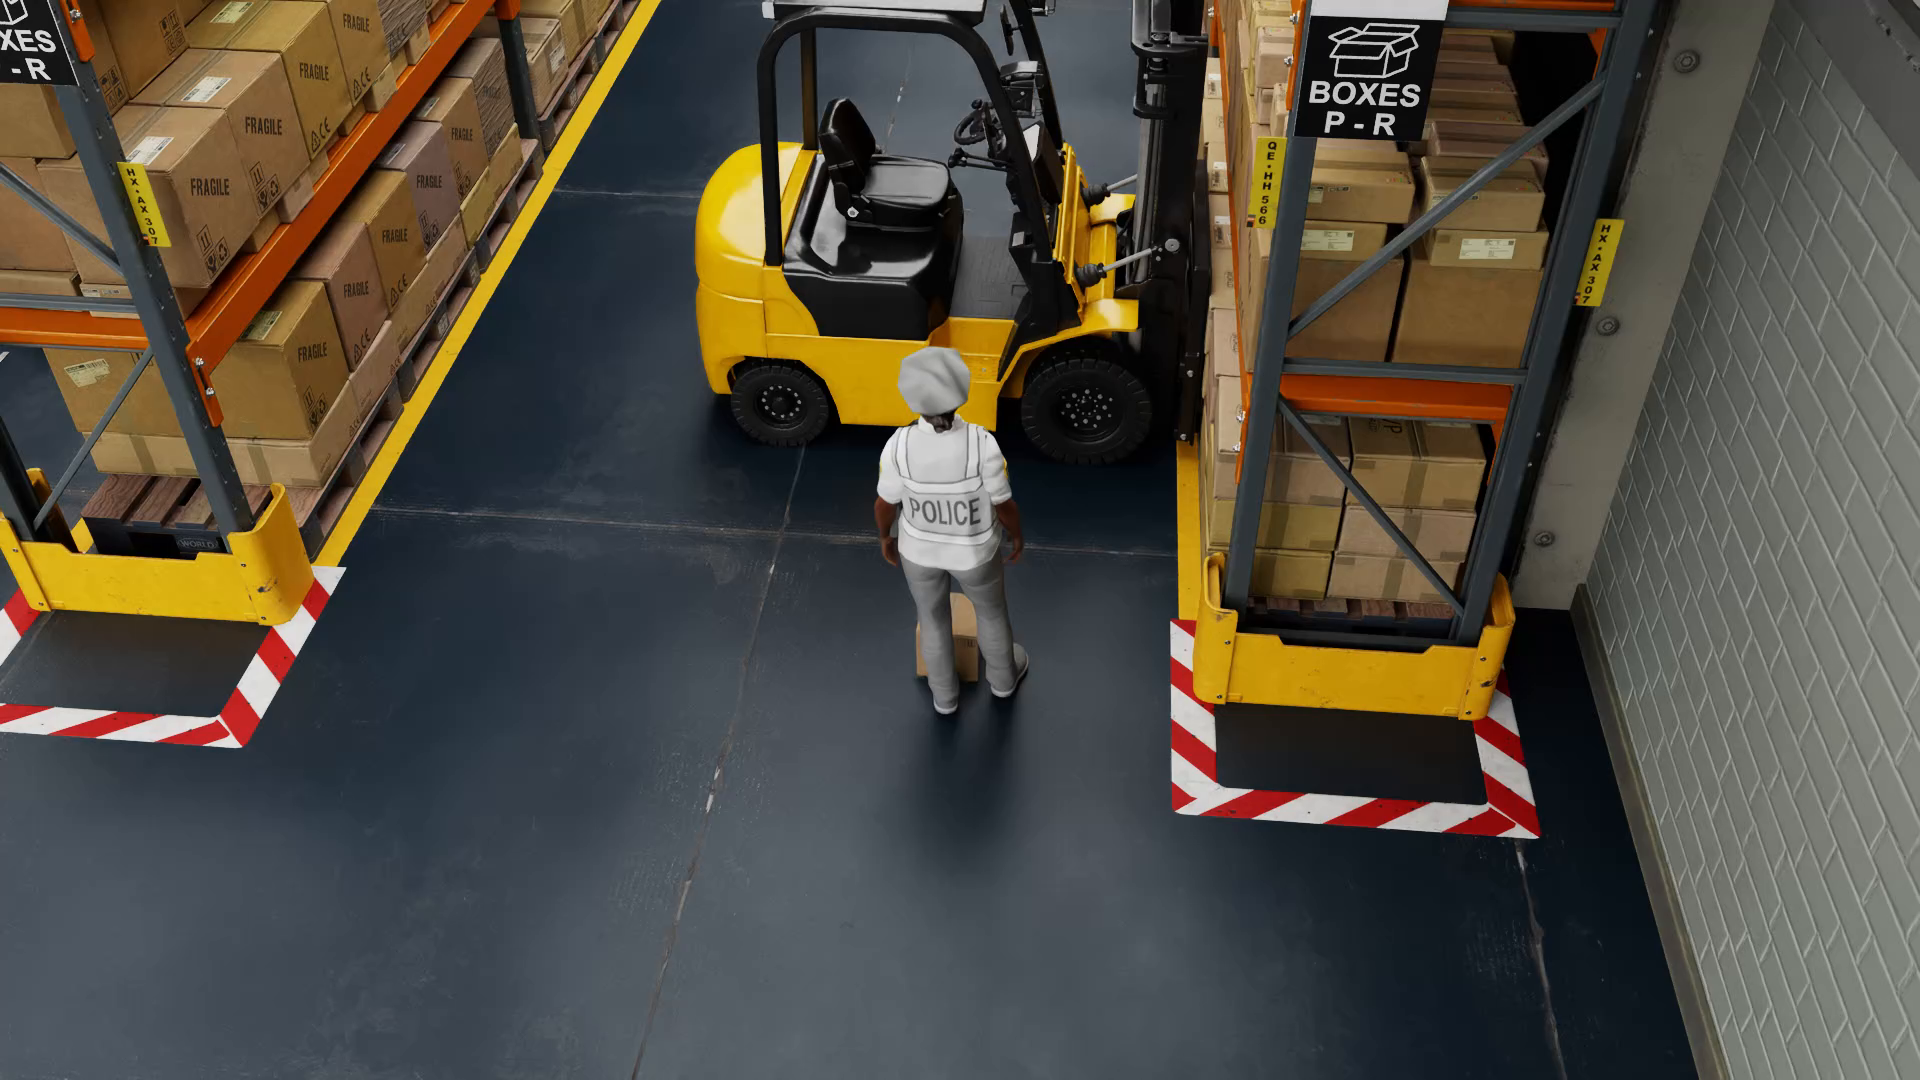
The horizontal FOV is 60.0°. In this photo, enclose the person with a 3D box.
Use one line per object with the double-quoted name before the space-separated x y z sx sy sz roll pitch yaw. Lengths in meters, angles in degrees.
"person" -0.018 -0.032 6.157 0.569 1.692 0.528 3 40 4
